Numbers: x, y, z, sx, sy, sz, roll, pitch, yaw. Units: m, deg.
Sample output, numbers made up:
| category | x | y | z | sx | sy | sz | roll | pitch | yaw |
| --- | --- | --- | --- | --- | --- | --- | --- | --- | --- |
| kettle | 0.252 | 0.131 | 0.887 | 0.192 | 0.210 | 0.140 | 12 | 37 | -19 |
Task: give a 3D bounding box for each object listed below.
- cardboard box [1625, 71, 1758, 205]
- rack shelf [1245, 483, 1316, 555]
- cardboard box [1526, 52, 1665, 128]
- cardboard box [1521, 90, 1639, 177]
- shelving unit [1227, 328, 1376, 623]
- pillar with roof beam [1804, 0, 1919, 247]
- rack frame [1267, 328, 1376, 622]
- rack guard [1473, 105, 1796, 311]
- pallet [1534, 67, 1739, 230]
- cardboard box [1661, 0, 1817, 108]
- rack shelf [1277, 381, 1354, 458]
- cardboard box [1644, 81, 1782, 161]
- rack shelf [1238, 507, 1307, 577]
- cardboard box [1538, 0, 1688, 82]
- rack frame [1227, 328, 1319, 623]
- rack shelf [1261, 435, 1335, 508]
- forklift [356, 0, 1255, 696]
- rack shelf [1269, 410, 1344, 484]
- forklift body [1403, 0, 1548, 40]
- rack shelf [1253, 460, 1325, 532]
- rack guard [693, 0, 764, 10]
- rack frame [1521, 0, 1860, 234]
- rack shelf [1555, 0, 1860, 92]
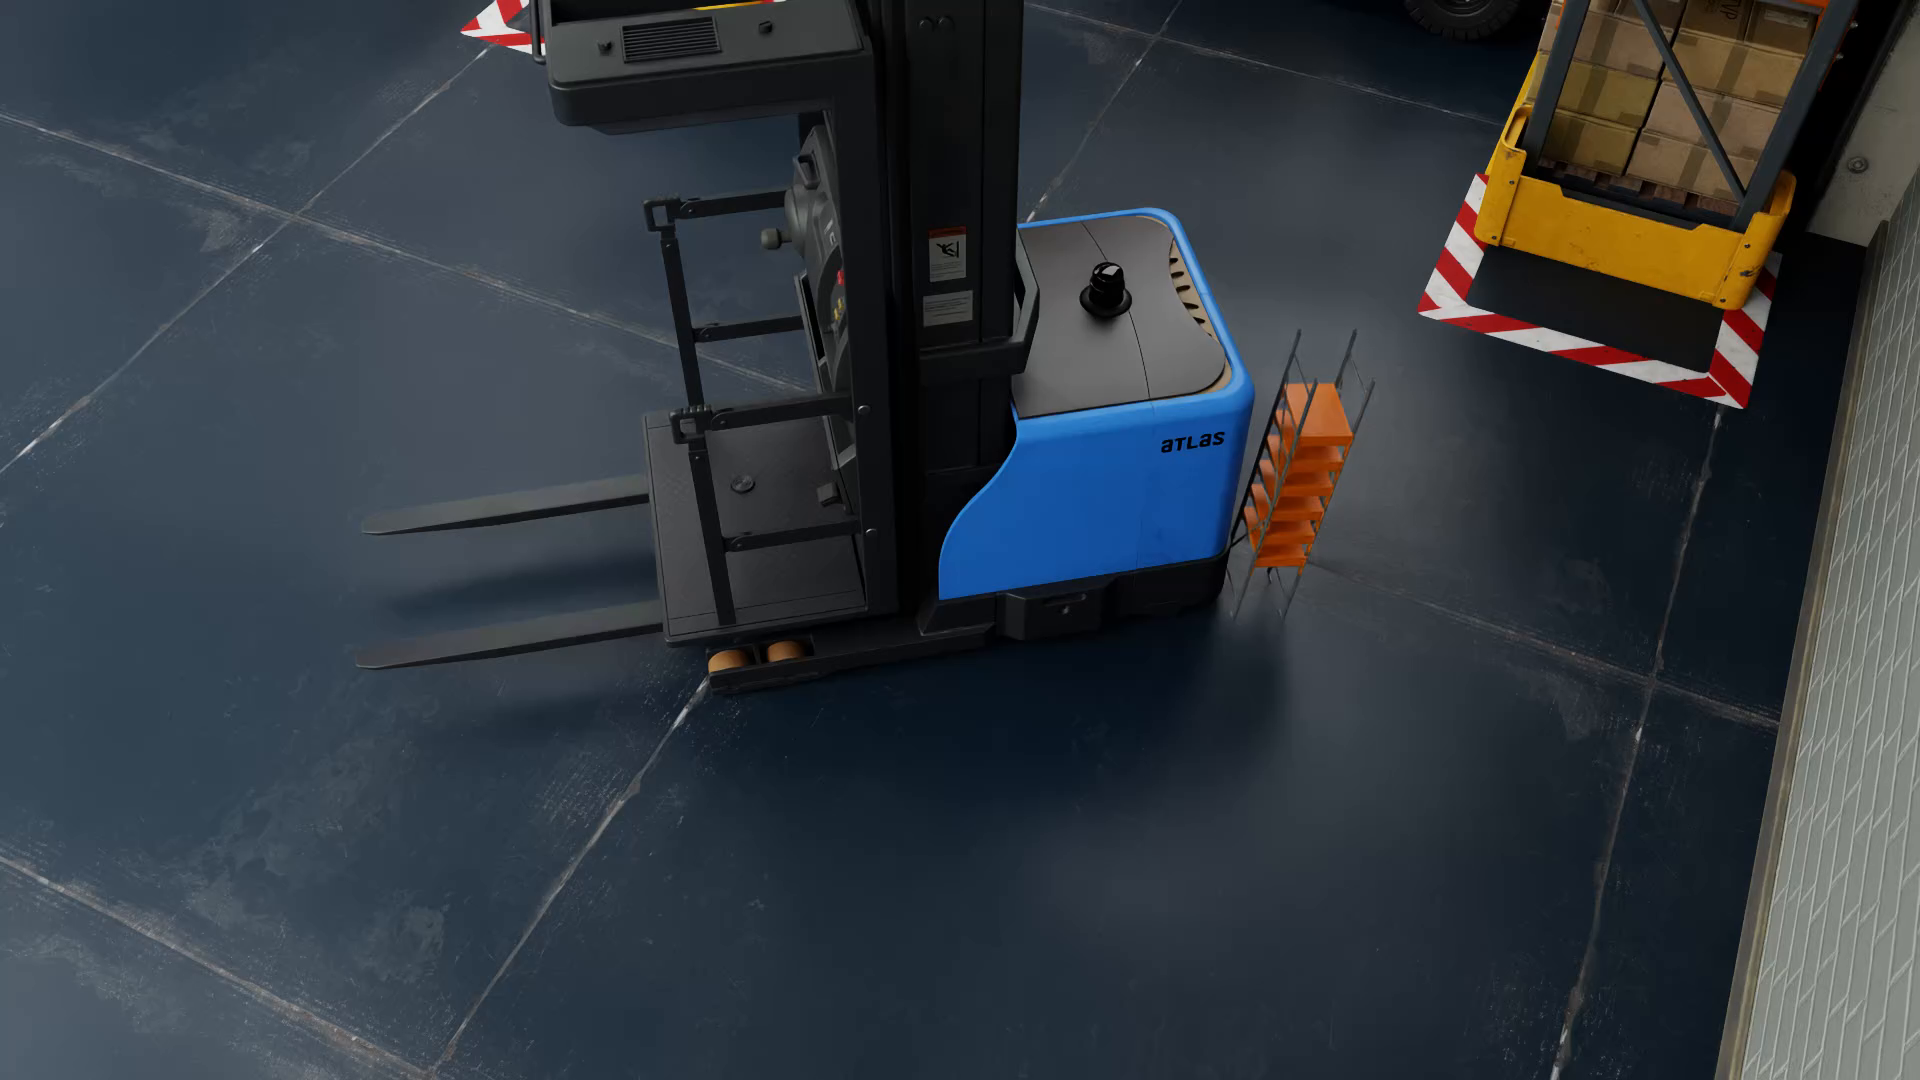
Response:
| category | x | y | z | sx | sy | sz | roll | pitch | yaw |
| --- | --- | --- | --- | --- | --- | --- | --- | --- | --- |
| cardboard box | 3.267 | -1.777 | 7.322 | 0.500 | 0.250 | 0.500 | 20 | 52 | 16 |
| rack shelf | 1.100 | -0.077 | 5.734 | 0.180 | 0.103 | 0.258 | -1 | 49 | -8 |
| cardboard box | 2.806 | -2.101 | 7.270 | 0.500 | 0.250 | 0.500 | 19 | 52 | 16 |
| cardboard box | 2.795 | -1.929 | 7.451 | 0.500 | 0.250 | 0.500 | 20 | 53 | 16 |
| shelving unit | 1.115 | -0.185 | 5.611 | 0.189 | 1.200 | 0.258 | -1 | 49 | -8 |
| pillar with roof beam | 0.100 | -5.788 | 5.267 | 9.100 | 9.000 | 0.400 | 20 | 52 | 16 |
| rack frame | 1.205 | -0.186 | 5.623 | 0.006 | 1.200 | 0.240 | -1 | 49 | -8 |
| rack guard | 2.870 | -1.431 | 7.139 | 1.175 | 0.500 | 0.348 | 20 | 52 | 16 |
| pallet | 3.169 | -1.894 | 7.723 | 1.003 | 0.211 | 1.213 | 20 | 52 | 16 |
| cardboard box | 3.257 | -2.096 | 6.937 | 0.500 | 0.250 | 0.500 | 19 | 52 | 16 |
| rack shelf | 1.143 | -0.391 | 5.373 | 0.180 | 0.103 | 0.258 | -1 | 49 | -8 |
| cardboard box | 3.269 | -1.921 | 7.116 | 0.500 | 0.250 | 0.500 | 21 | 53 | 17 |
| rack shelf | 1.089 | 0.001 | 5.825 | 0.180 | 0.103 | 0.258 | -1 | 49 | -8 |
| cardboard box | 2.795 | -2.245 | 7.064 | 0.500 | 0.250 | 0.500 | 21 | 53 | 17 |
| rack frame | 1.024 | -0.183 | 5.598 | 0.006 | 1.200 | 0.240 | -1 | 49 | -8 |
| rack shelf | 1.122 | -0.234 | 5.554 | 0.180 | 0.103 | 0.258 | -1 | 49 | -8 |
| forklift | -0.614 | -0.856 | 5.054 | 3.031 | 2.935 | 1.130 | -9 | 50 | -7 |
| rack shelf | 1.133 | -0.312 | 5.464 | 0.180 | 0.103 | 0.258 | -1 | 49 | -8 |
| forklift body | 2.041 | -3.882 | 8.141 | 2.313 | 2.155 | 1.214 | 20 | 52 | 16 |
| rack shelf | 1.111 | -0.156 | 5.644 | 0.180 | 0.103 | 0.258 | -1 | 49 | -8 |
| rack guard | -1.577 | -3.112 | 8.570 | 1.175 | 0.500 | 0.348 | 20 | 52 | 16 |
| rack frame | 2.880 | -2.257 | 6.201 | 1.000 | 3.000 | 0.127 | 20 | 52 | 16 |
| rack shelf | 3.735 | -3.401 | 7.647 | 1.077 | 0.370 | 4.000 | 20 | 52 | 16 |
